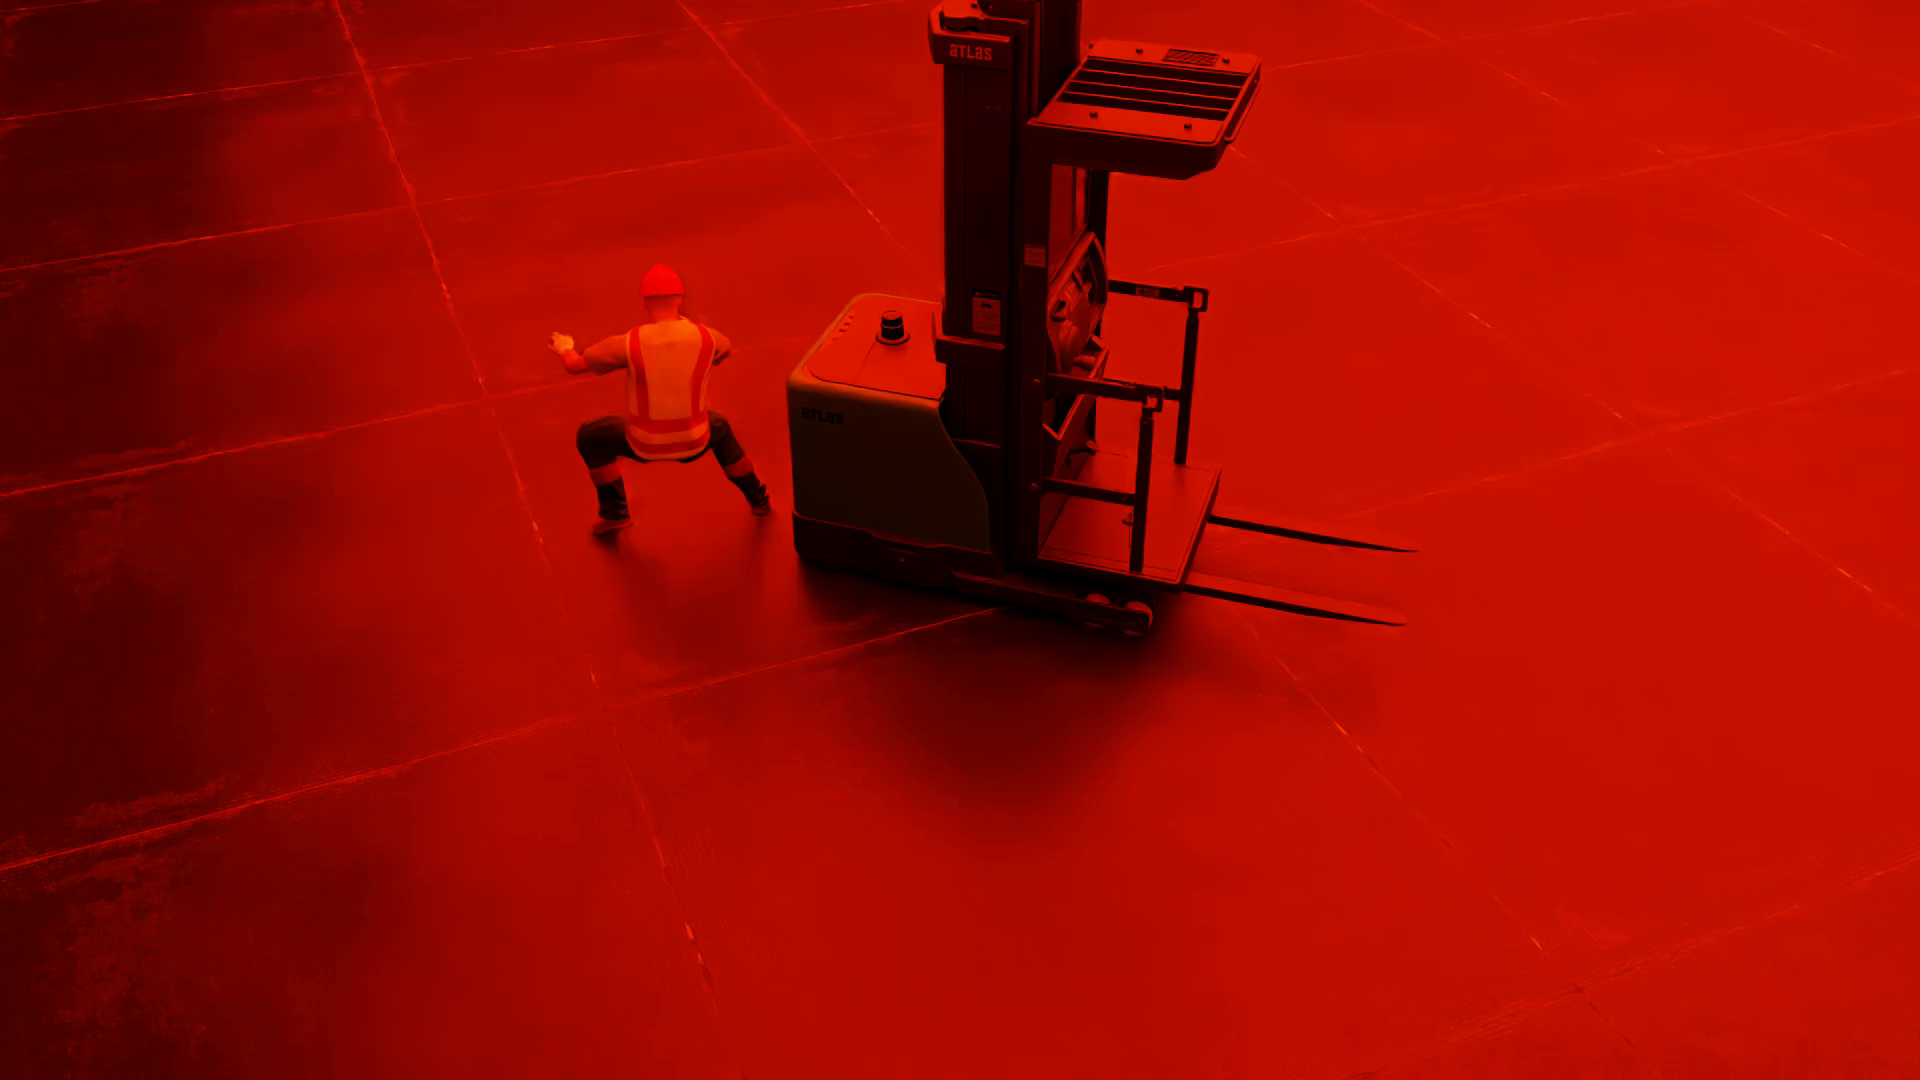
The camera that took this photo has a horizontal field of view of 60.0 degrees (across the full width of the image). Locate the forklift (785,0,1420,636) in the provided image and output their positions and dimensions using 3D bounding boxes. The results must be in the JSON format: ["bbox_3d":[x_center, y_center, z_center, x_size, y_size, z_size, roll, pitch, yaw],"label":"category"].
[{"bbox_3d":[0.729,-1.081,7.619,3.031,2.935,1.130,11,37,15],"label":"forklift"}]

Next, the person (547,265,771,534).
[{"bbox_3d":[-1.476,-0.686,8.282,1.025,1.520,0.749,-10,37,-14],"label":"person"}]
